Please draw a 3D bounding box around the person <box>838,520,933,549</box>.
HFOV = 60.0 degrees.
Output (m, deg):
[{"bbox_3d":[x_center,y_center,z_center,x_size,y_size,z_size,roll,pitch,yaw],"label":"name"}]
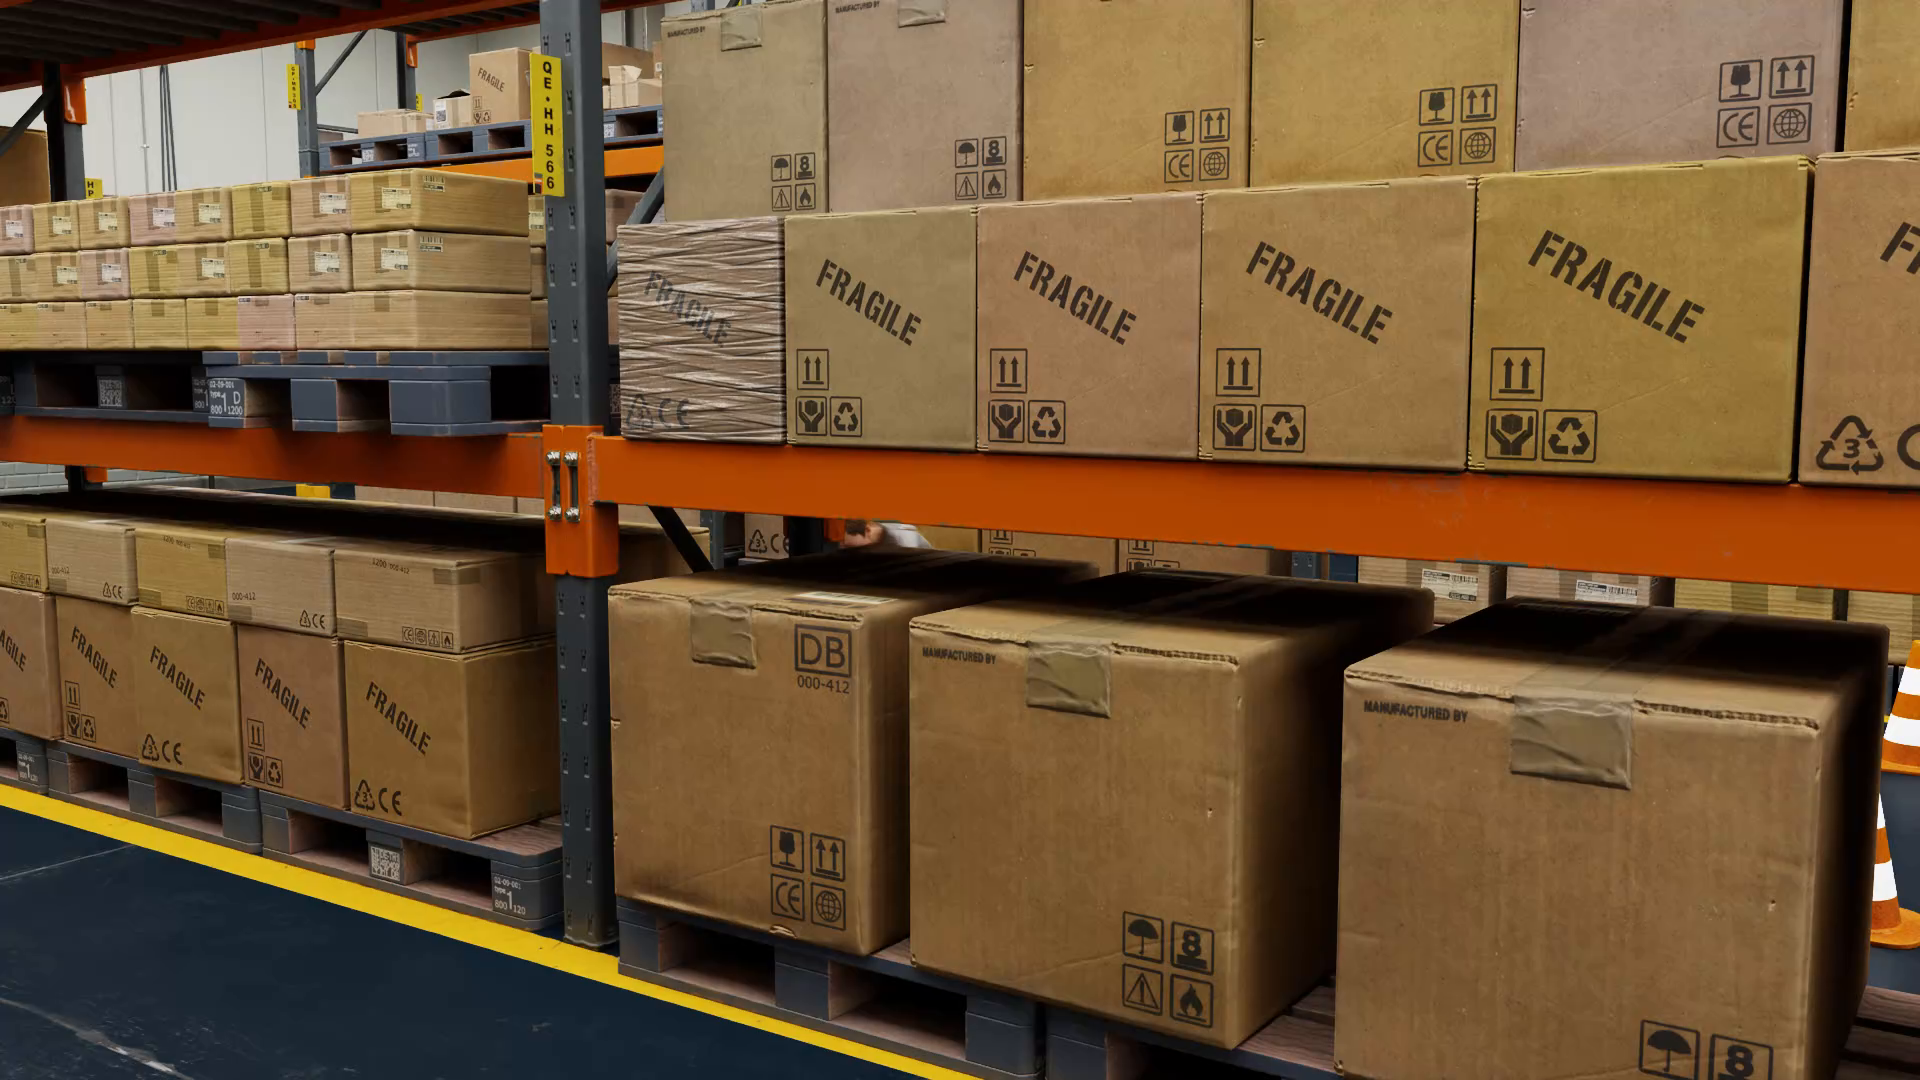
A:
[{"bbox_3d":[-0.302,0.287,6.571,0.481,0.974,0.787,4,8,33],"label":"person"}]
